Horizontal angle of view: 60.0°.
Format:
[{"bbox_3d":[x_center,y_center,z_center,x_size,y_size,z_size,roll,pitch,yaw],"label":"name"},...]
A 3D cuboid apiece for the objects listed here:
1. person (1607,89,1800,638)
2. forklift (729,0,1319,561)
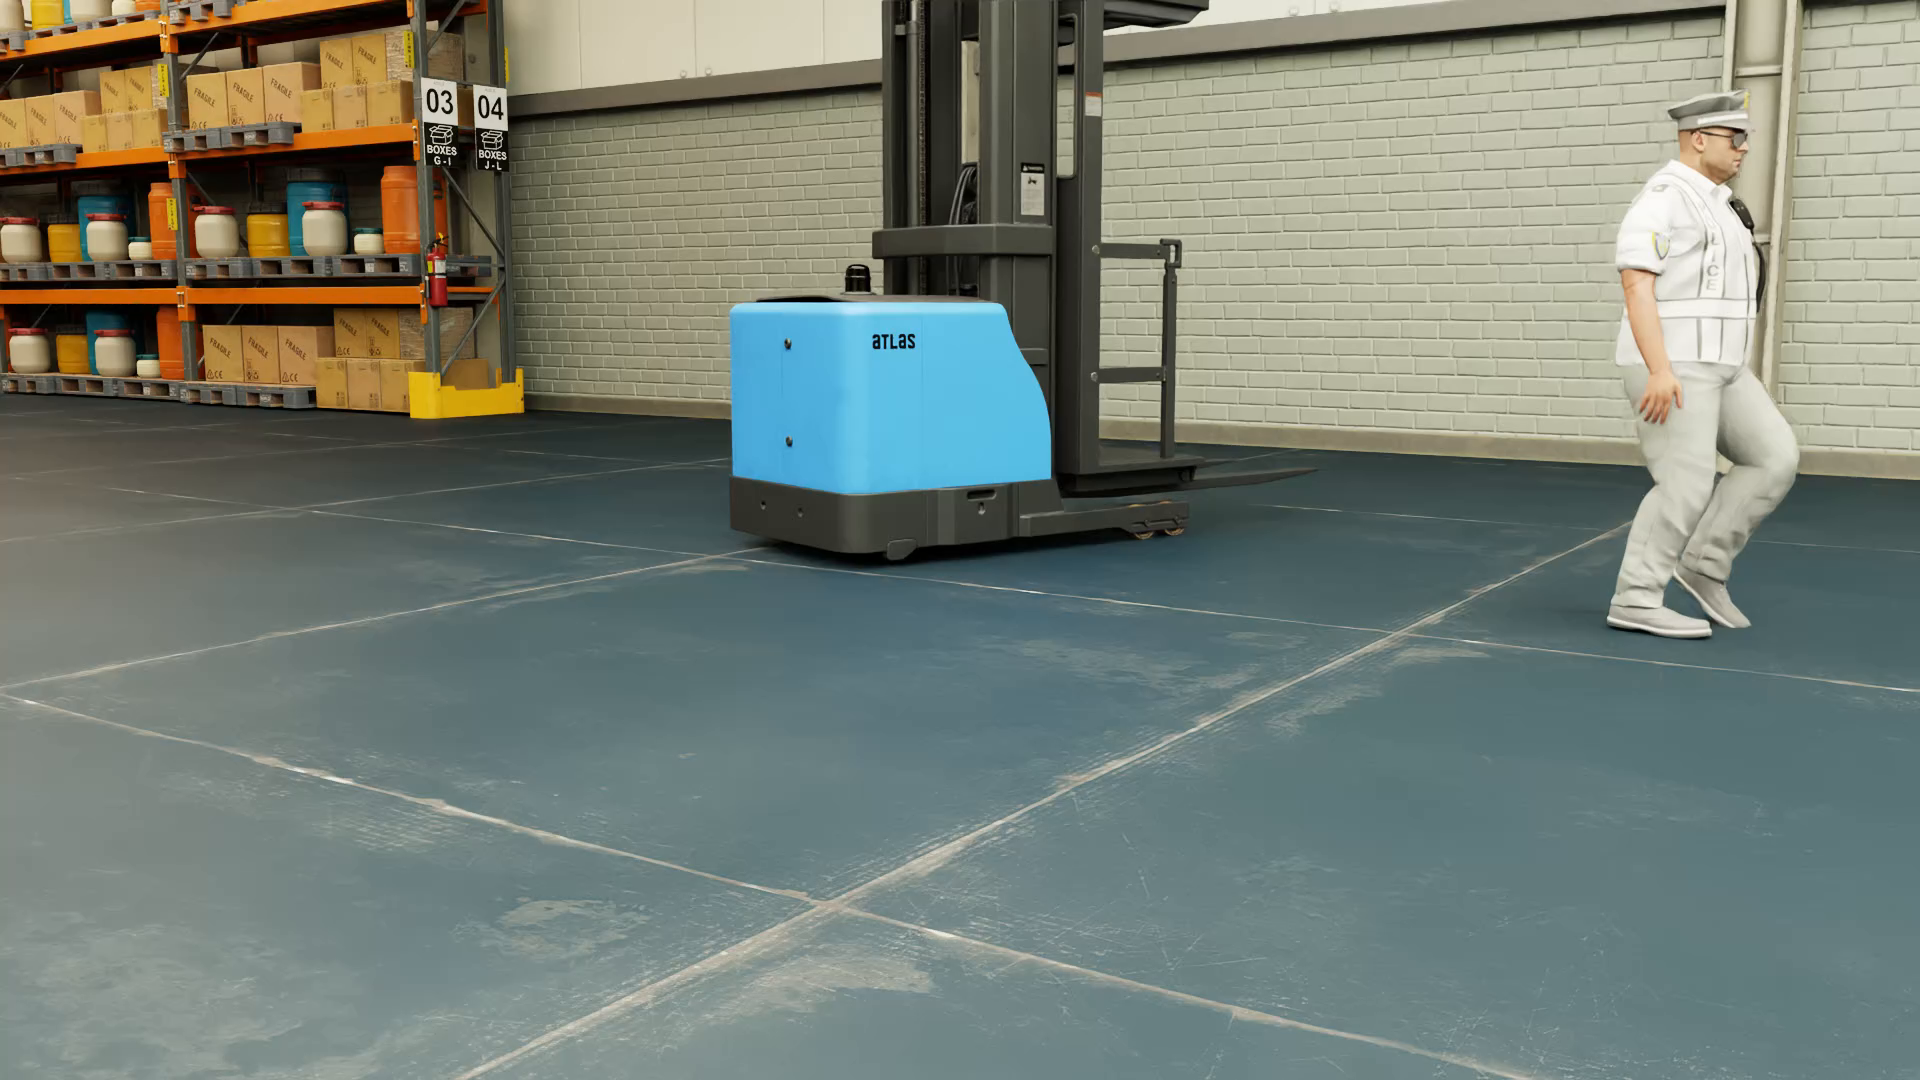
[{"bbox_3d":[2.403,-0.539,5.363,0.496,1.771,0.650,7,11,42],"label":"person"},{"bbox_3d":[0.451,-1.506,7.784,3.031,2.935,1.130,-6,10,-37],"label":"forklift"}]
